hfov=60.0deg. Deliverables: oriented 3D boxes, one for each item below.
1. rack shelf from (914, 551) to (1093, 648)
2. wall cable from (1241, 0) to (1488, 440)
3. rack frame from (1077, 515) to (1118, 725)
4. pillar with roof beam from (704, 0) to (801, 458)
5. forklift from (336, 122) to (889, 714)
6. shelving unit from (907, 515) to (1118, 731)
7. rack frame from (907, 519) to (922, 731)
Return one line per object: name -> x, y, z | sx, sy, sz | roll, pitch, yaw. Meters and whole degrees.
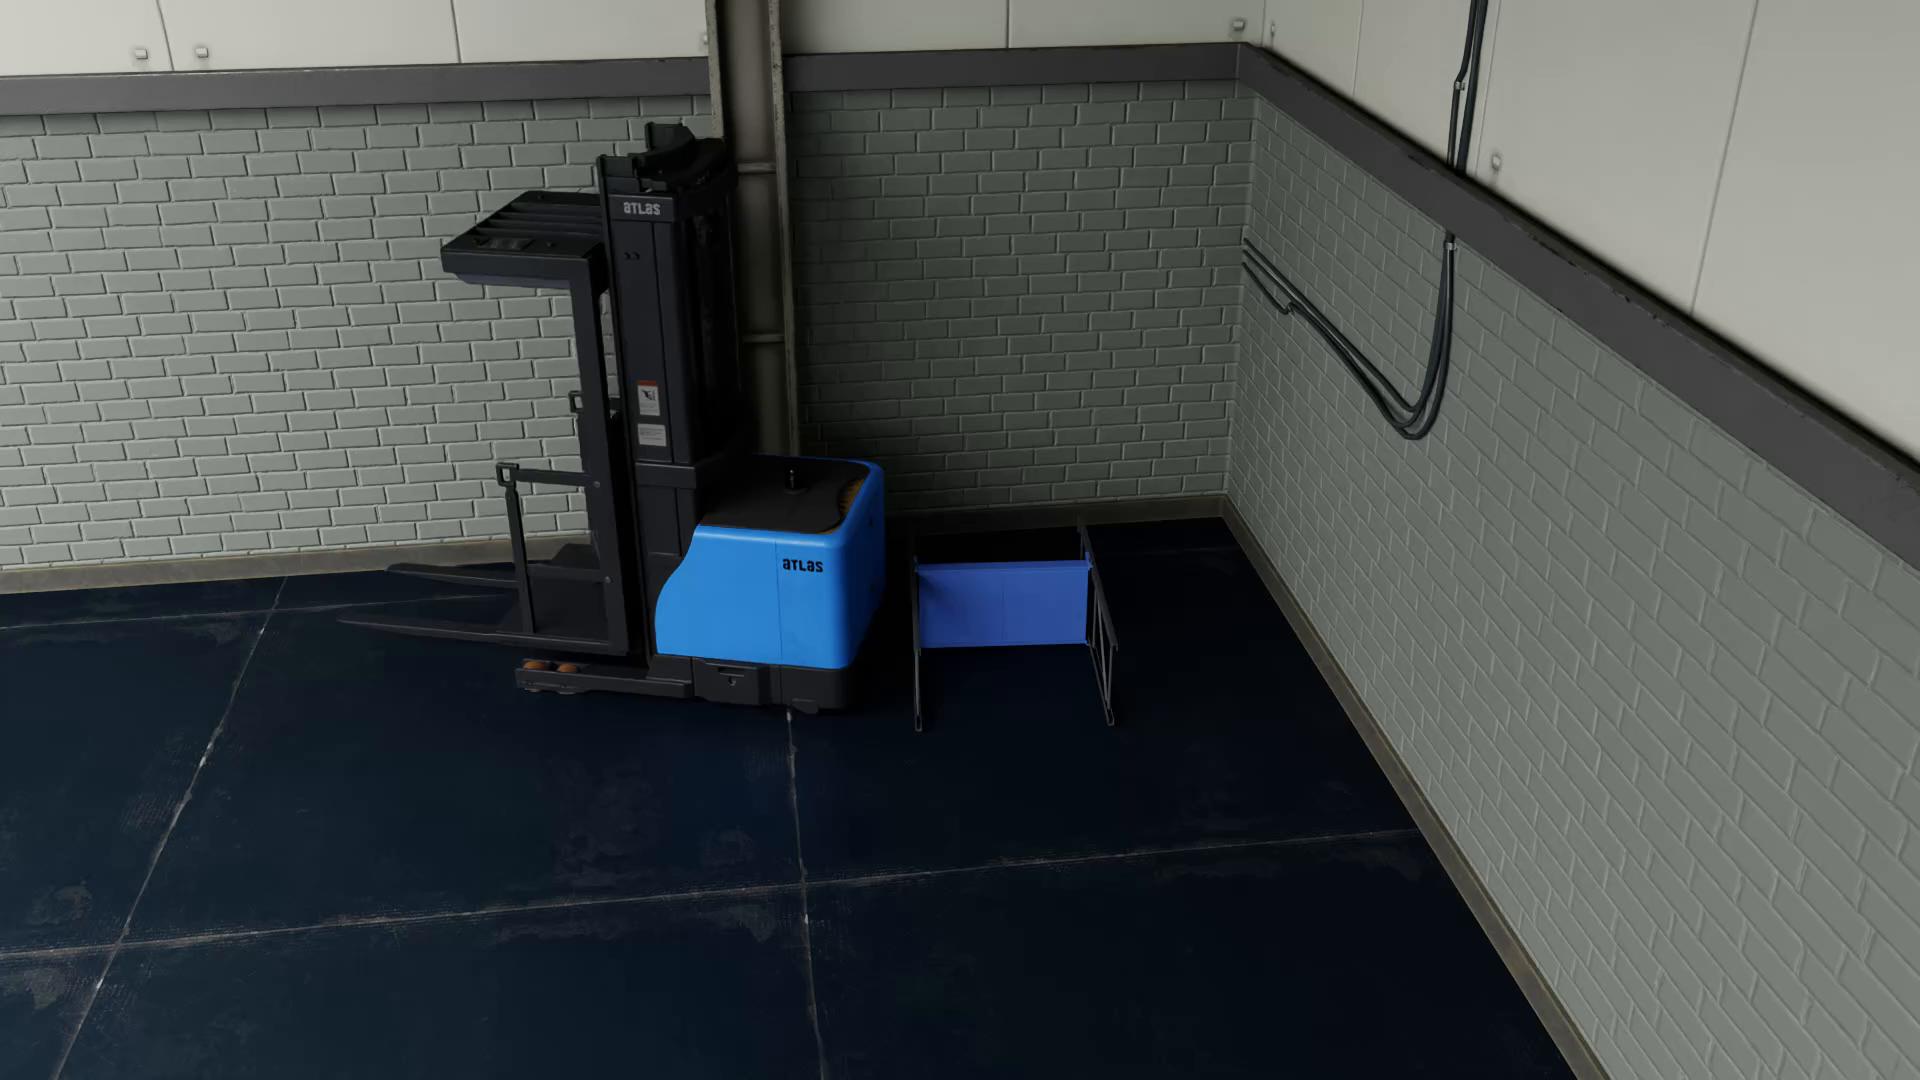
rack shelf -> 0.241, 0.347, 9.484 | 1.000, 0.538, 0.185 | -1, 27, -3
wall cable -> 1.916, -2.126, 8.437 | 0.112, 2.526, 3.097 | -4, 27, -7
rack frame -> 0.758, 0.417, 9.349 | 0.032, 0.500, 1.500 | -1, 27, -3
pillar with roof beam -> -0.586, -1.972, 4.736 | 0.400, 9.000, 9.100 | -4, 27, -7
forklift -> -1.976, -0.687, 8.879 | 3.031, 2.935, 1.130 | 5, 28, 9
shelving unit -> 0.250, 0.429, 9.324 | 1.048, 0.538, 1.500 | -1, 27, -3
rack frame -> -0.257, 0.442, 9.300 | 0.032, 0.500, 1.500 | -1, 27, -3
